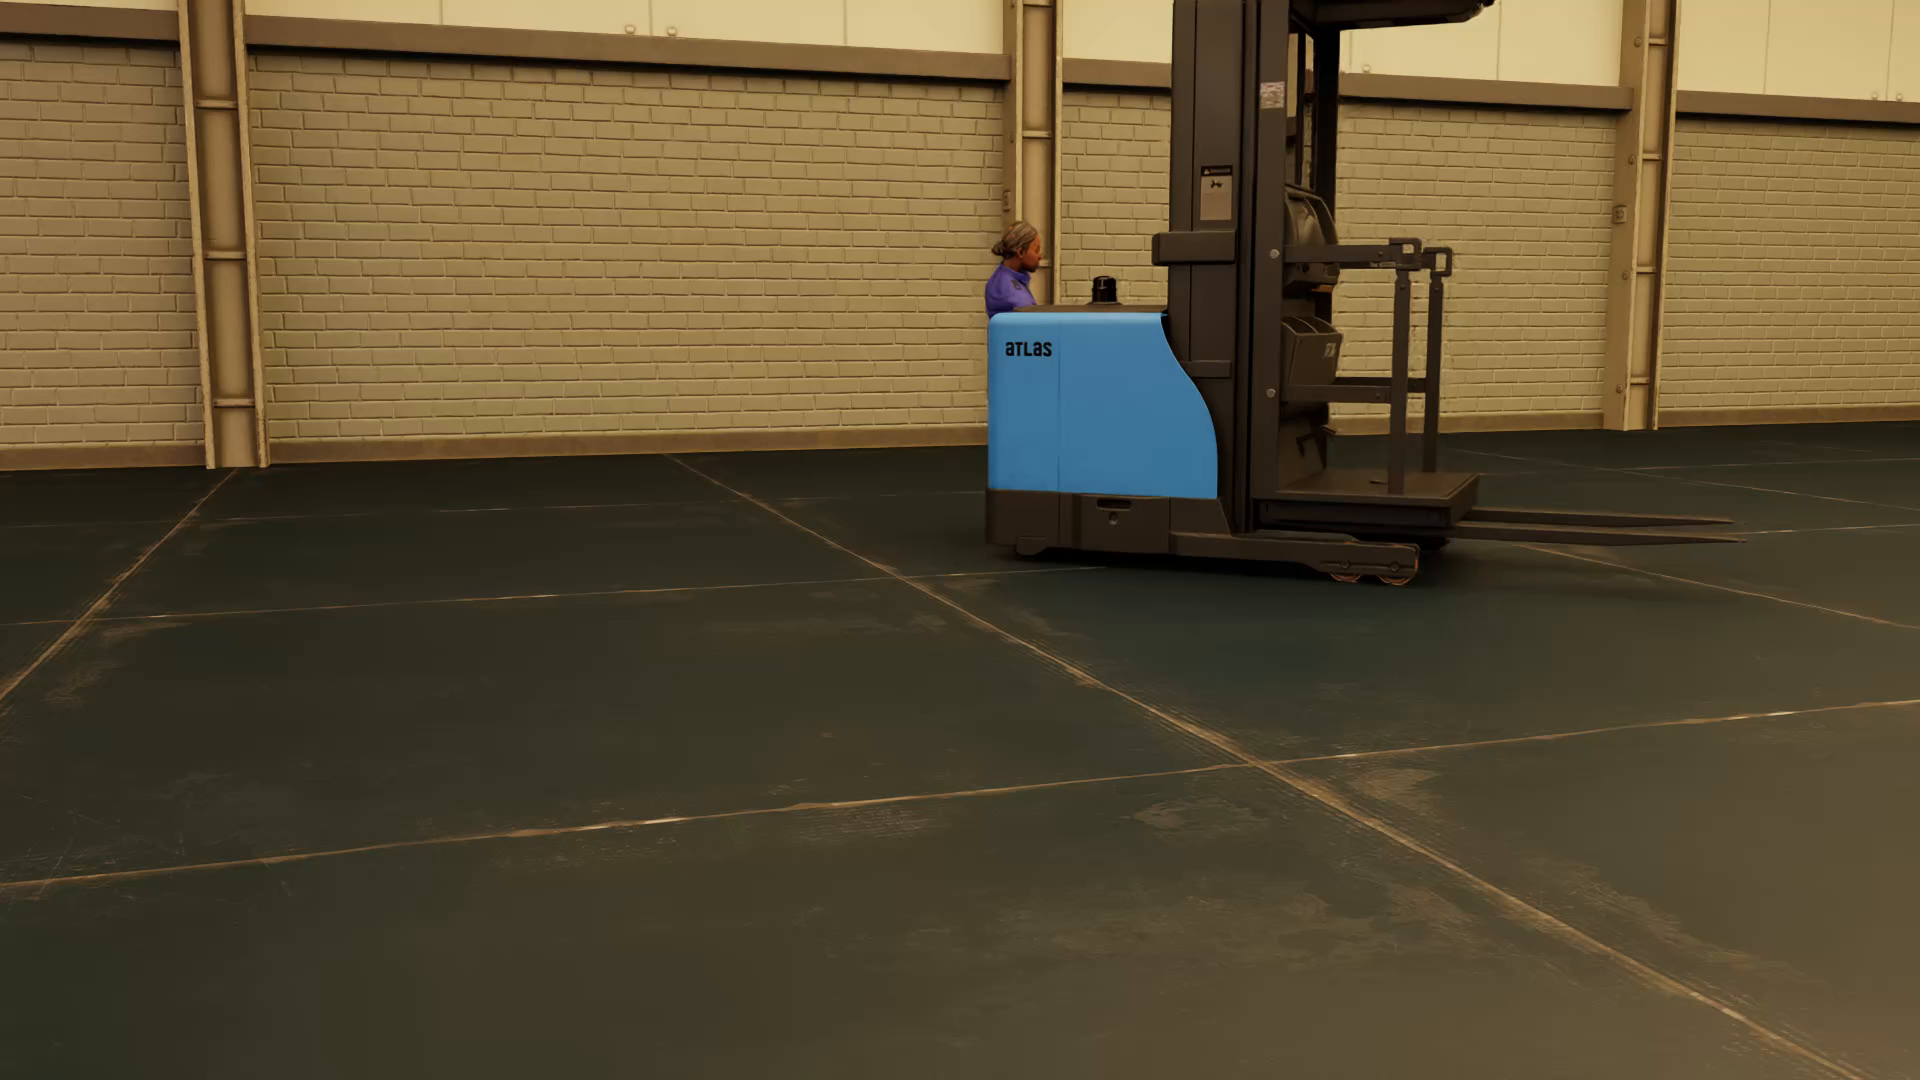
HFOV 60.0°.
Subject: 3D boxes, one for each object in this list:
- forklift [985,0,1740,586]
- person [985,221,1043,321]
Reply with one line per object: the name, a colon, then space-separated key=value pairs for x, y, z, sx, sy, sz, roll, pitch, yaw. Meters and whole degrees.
forklift: x=1.675 y=-1.352 z=6.987 sx=3.031 sy=2.935 sz=1.130 roll=3 pitch=8 yaw=23
person: x=0.455 y=-0.797 z=8.152 sx=0.655 sy=1.507 sz=0.717 roll=0 pitch=8 yaw=-3
